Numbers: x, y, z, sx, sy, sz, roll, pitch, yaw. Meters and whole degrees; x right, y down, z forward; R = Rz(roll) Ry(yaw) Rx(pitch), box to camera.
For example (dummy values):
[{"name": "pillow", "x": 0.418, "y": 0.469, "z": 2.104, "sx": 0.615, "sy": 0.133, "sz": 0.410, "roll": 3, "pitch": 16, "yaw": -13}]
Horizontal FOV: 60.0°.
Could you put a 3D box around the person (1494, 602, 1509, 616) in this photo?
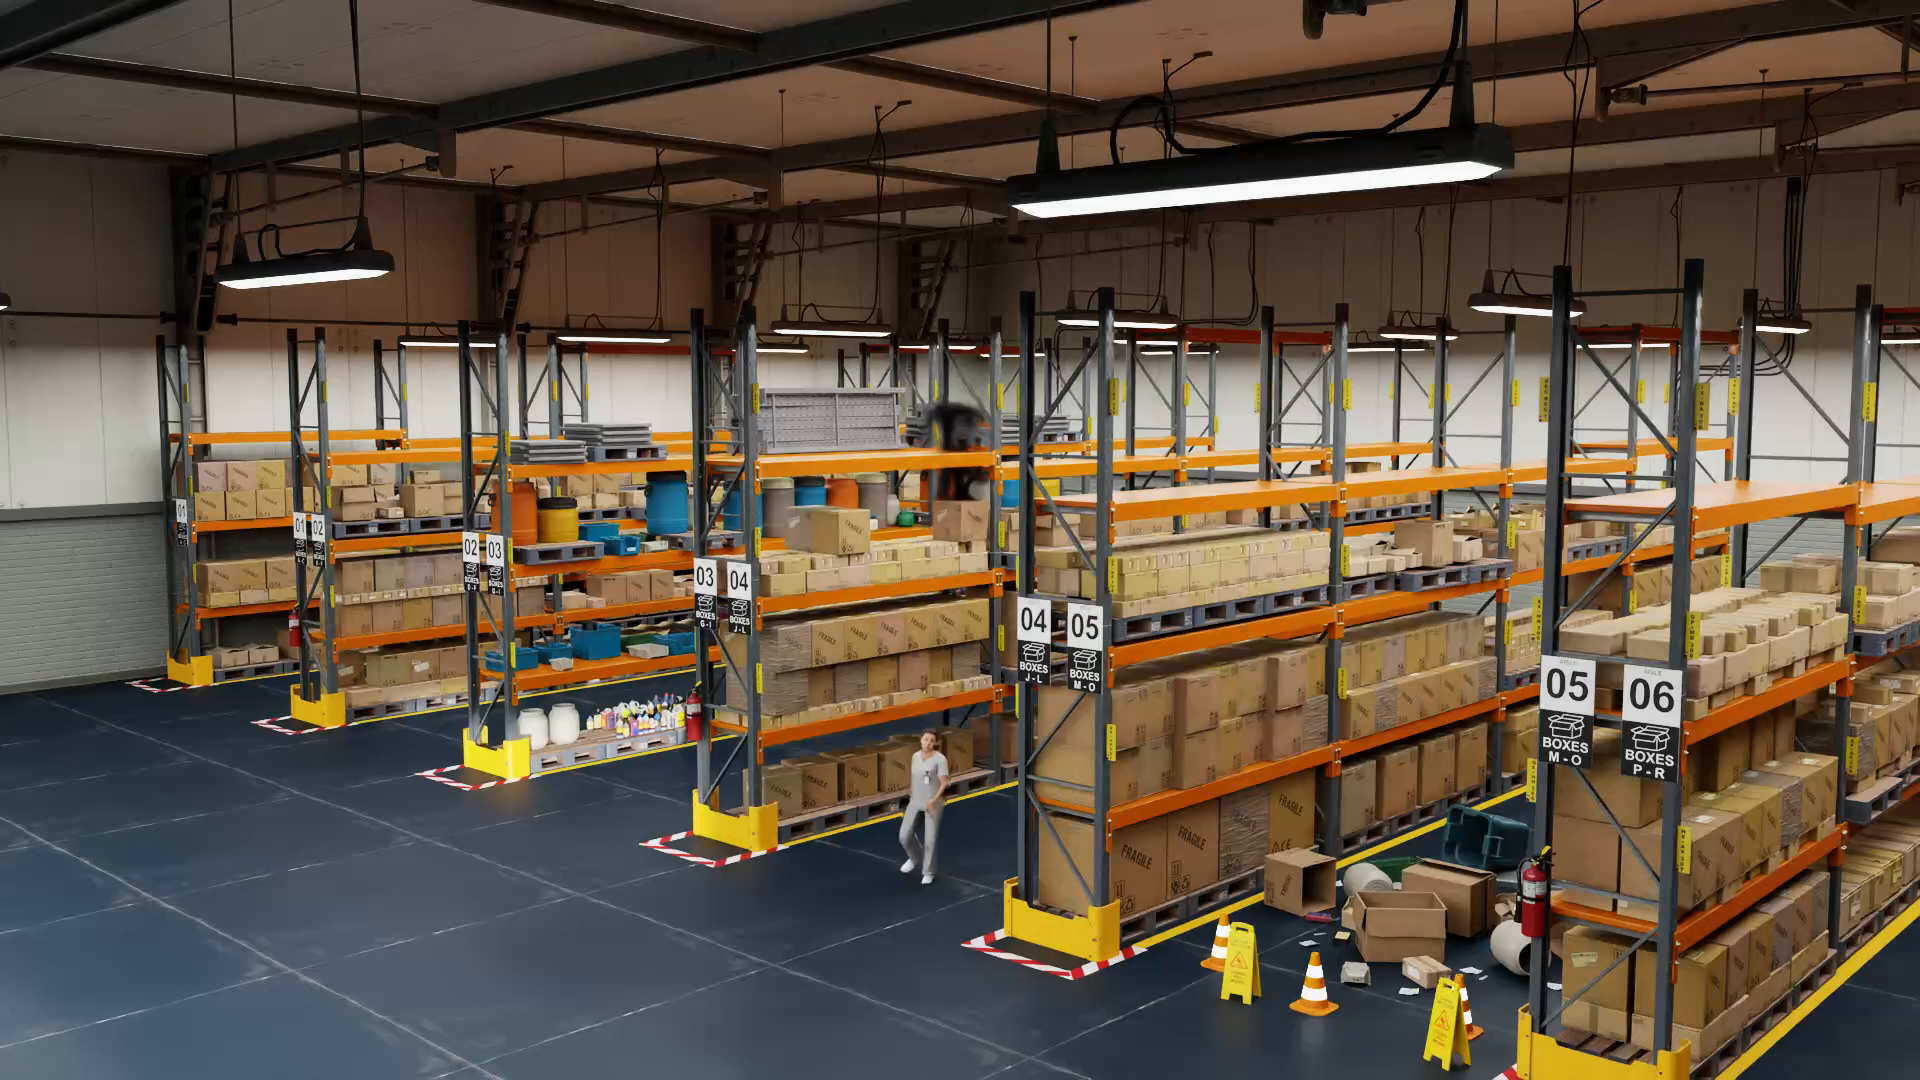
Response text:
[{"name": "person", "x": 8.835, "y": 1.803, "z": 26.979, "sx": 0.700, "sy": 1.727, "sz": 0.796, "roll": -2, "pitch": 6, "yaw": -20}]

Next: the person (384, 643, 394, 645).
[{"name": "person", "x": -9.801, "y": 1.707, "z": 28.412, "sx": 0.531, "sy": 1.563, "sz": 0.608, "roll": 4, "pitch": 7, "yaw": 38}]

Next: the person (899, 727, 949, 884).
[{"name": "person", "x": -0.395, "y": 2.740, "z": 17.118, "sx": 0.609, "sy": 1.655, "sz": 0.676, "roll": 2, "pitch": 6, "yaw": 21}]
